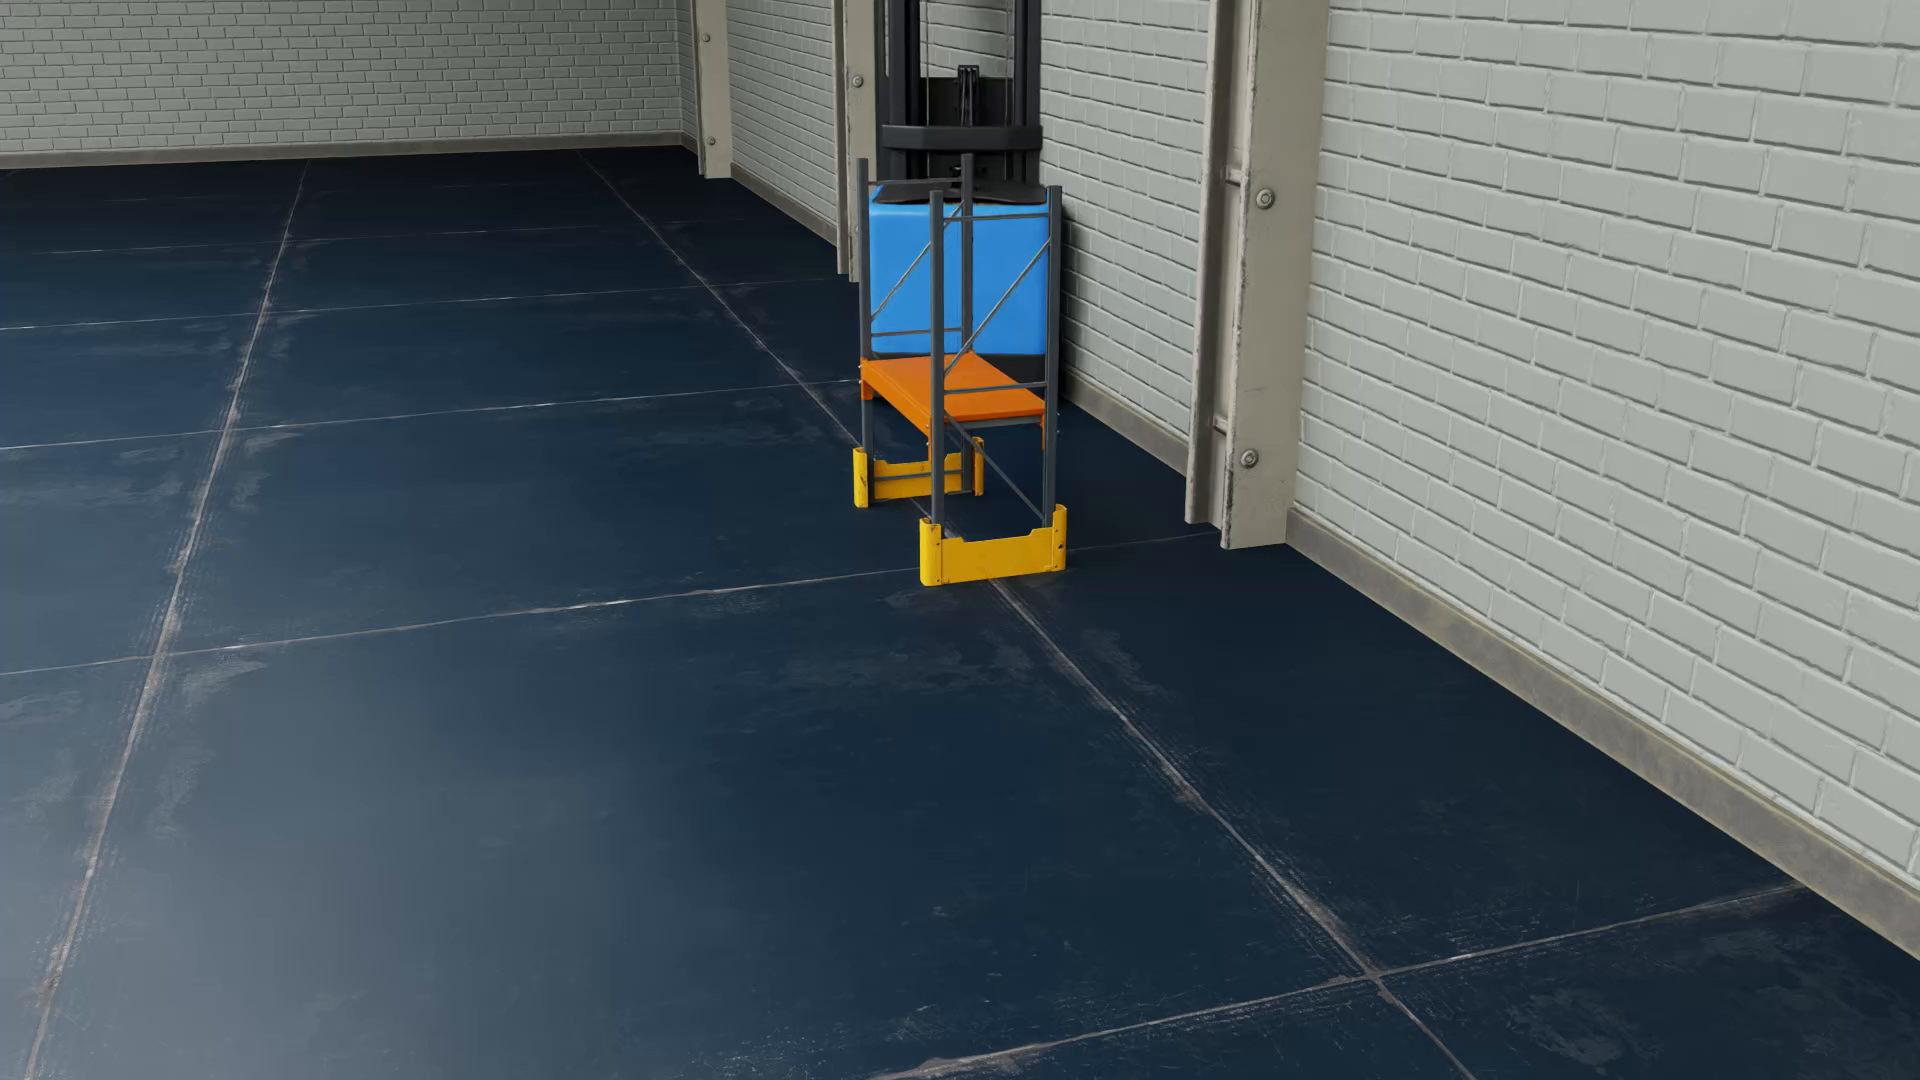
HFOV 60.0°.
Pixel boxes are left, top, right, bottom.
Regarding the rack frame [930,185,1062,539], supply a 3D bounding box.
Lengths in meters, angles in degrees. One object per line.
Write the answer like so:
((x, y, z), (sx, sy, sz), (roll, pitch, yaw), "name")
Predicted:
((0.133, -0.570, 6.285), (0.500, 1.500, 0.032), (-6, 21, -17), "rack frame")

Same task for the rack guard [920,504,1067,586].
((0.133, 0.018, 6.497), (0.587, 0.250, 0.087), (-6, 21, -17), "rack guard")

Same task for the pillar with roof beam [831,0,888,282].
((-4.800, -5.743, 9.594), (9.100, 9.000, 0.400), (-6, 21, -17), "pillar with roof beam")

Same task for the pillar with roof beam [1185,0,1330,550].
((-2.914, -3.818, 4.234), (9.100, 9.000, 0.400), (-6, 21, -17), "pillar with roof beam")

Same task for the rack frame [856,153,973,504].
((-0.187, -0.896, 7.193), (0.500, 1.500, 0.032), (-6, 21, -17), "rack frame")

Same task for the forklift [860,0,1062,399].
((0.072, -2.570, 9.736), (1.130, 2.935, 3.031), (1, 20, 3), "forklift")

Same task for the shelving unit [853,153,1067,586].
((-0.024, -0.730, 6.731), (0.587, 1.500, 1.083), (-6, 21, -17), "shelving unit")

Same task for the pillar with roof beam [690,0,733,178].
((-6.686, -7.669, 14.955), (9.100, 9.000, 0.400), (-6, 21, -17), "pillar with roof beam")

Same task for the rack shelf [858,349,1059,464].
((-0.027, -0.564, 6.800), (0.538, 0.185, 1.000), (-6, 21, -17), "rack shelf")

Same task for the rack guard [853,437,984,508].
((-0.180, -0.302, 7.387), (0.587, 0.250, 0.087), (-6, 21, -17), "rack guard")
